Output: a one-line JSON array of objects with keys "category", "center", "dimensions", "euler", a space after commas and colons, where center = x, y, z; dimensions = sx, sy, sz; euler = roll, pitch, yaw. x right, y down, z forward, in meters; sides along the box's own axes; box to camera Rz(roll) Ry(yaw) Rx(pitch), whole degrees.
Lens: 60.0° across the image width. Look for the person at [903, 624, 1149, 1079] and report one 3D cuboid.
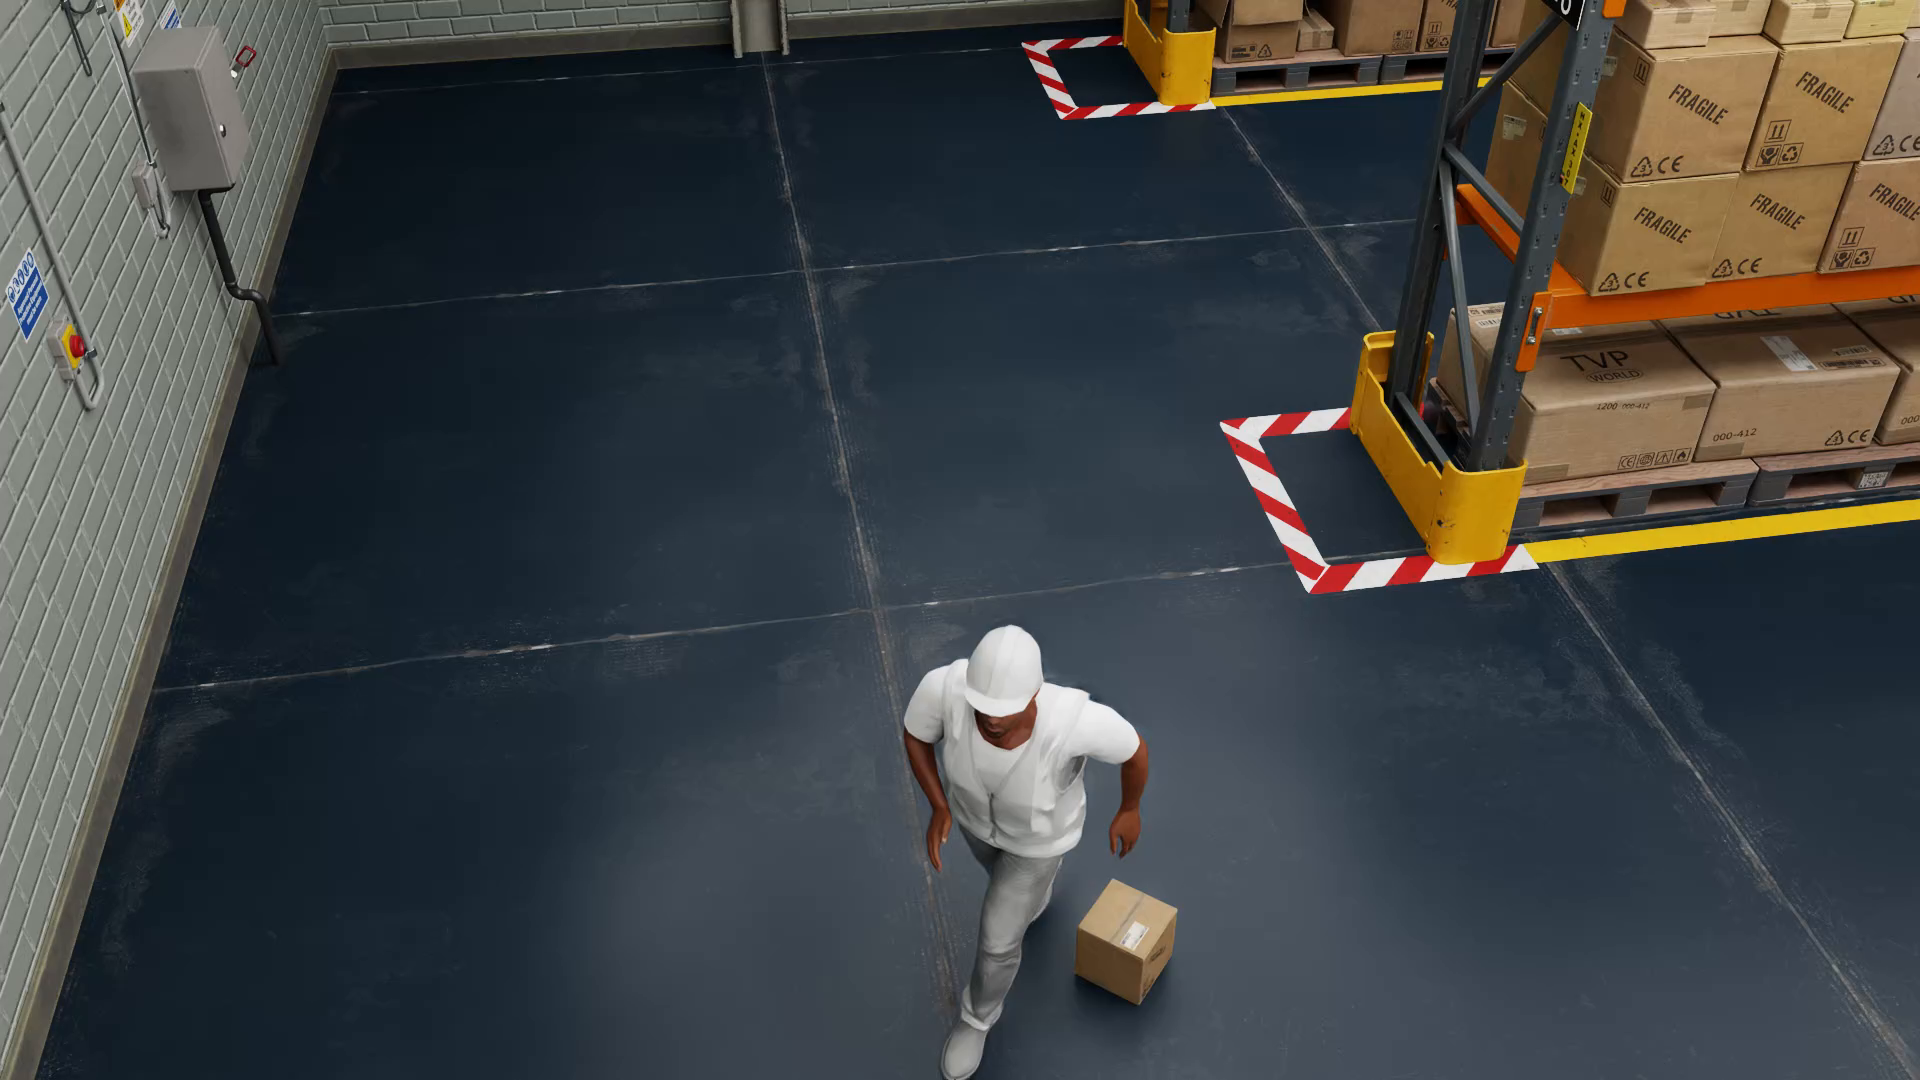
[{"category": "person", "center": [0.202, 0.828, 5.104], "dimensions": [0.703, 1.745, 0.918], "euler": [19, 42, 23]}]
